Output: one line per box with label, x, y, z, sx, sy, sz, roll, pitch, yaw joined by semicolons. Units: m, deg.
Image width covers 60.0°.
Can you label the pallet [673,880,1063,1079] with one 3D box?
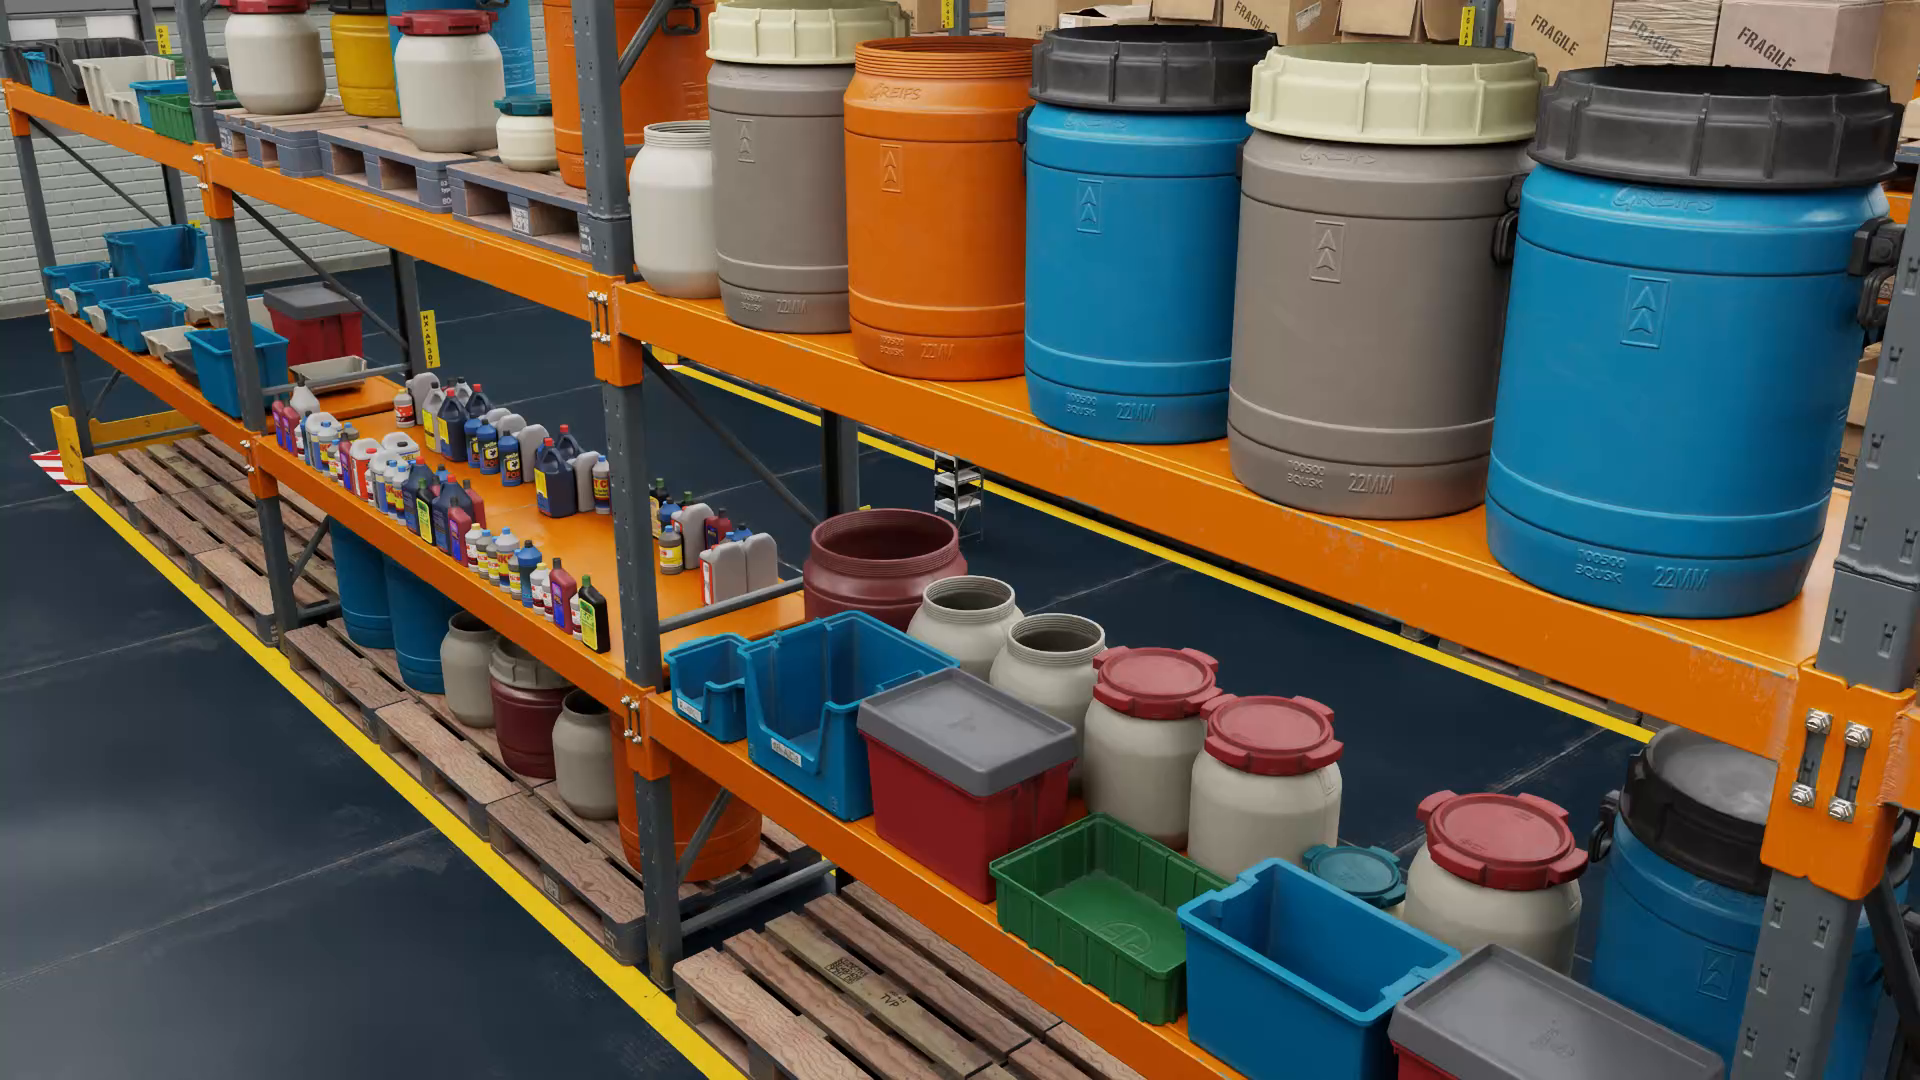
pallet;-0.328;1.757;6.210;1.003;0.211;1.213;-17;27;-37

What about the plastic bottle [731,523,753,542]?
plastic bottle;-0.897;0.060;6.895;0.097;0.271;0.097;0;21;0

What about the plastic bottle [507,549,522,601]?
plastic bottle;-1.794;0.137;6.795;0.097;0.201;0.097;0;21;0

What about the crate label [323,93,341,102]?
crate label;-3.516;-2.348;9.114;0.293;0.136;0.466;-17;27;-37

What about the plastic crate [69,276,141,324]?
plastic crate;-5.685;-1.597;11.095;0.416;0.233;0.300;-17;27;-37

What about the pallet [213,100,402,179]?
pallet;-2.830;-1.986;8.086;1.213;0.211;1.003;-17;27;-37

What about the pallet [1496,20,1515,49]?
pallet;4.483;-4.315;14.033;1.213;0.211;1.003;-17;27;-37

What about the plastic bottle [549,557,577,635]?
plastic bottle;-1.542;0.215;6.481;0.061;0.283;0.133;-17;27;-37

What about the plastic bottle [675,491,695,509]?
plastic bottle;-1.197;-0.083;7.243;0.061;0.283;0.133;-17;27;-37

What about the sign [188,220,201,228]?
sign;-5.620;-2.187;12.230;0.100;0.325;0.005;-17;27;-37

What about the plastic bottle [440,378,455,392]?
plastic bottle;-2.728;-0.731;8.897;0.061;0.283;0.133;-17;27;-37

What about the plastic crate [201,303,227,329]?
plastic crate;-4.771;-1.466;10.894;0.298;0.136;0.250;-17;27;-37

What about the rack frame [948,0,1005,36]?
rack frame;0.337;-4.843;11.009;1.000;3.000;0.127;-17;27;-37

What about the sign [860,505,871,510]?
sign;-0.392;0.026;6.581;0.100;0.325;0.005;-17;27;-37

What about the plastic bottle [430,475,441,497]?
plastic bottle;-2.299;-0.139;7.386;0.061;0.283;0.133;-17;27;-37

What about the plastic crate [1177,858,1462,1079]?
plastic crate;0.851;1.117;4.041;0.392;0.384;0.575;-17;27;-37

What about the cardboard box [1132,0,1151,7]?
cardboard box;1.989;-5.303;16.502;0.500;0.250;0.500;-16;27;-36

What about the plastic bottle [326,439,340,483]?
plastic bottle;-3.044;-0.393;8.146;0.097;0.201;0.097;0;21;0

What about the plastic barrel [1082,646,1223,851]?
plastic barrel;0.587;0.638;5.056;0.433;0.535;0.433;0;21;0

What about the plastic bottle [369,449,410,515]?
plastic bottle;-2.646;-0.274;7.740;0.152;0.276;0.135;-17;27;-37

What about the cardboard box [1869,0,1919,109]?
cardboard box;4.103;-2.268;7.727;0.500;0.500;0.500;-17;27;-37

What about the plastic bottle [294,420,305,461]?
plastic bottle;-3.323;-0.510;8.446;0.097;0.201;0.097;0;21;0

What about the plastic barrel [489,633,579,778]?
plastic barrel;-1.874;0.719;7.766;0.600;0.588;0.708;-17;27;-37

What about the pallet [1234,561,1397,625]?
pallet;2.490;0.119;10.392;1.003;0.211;1.213;-17;27;-37

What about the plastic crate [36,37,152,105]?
plastic crate;-5.237;-2.856;10.134;0.504;0.338;0.767;-17;27;-37

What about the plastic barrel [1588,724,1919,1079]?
plastic barrel;1.784;0.928;3.815;0.600;0.901;0.708;-17;27;-37

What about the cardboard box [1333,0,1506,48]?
cardboard box;2.495;-2.736;9.025;0.797;0.503;0.637;-16;26;-34

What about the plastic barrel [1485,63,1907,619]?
plastic barrel;1.310;-0.379;3.038;0.600;0.901;0.708;-17;27;-37

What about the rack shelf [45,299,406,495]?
rack shelf;-4.721;-1.088;10.635;1.077;0.370;4.000;-17;27;-37

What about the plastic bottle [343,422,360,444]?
plastic bottle;-3.081;-0.493;8.402;0.097;0.201;0.097;0;21;0

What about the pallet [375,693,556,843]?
pallet;-2.143;0.989;8.171;1.003;0.211;1.213;-17;27;-37

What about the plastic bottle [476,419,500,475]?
plastic bottle;-2.340;-0.466;8.237;0.097;0.271;0.097;0;21;0

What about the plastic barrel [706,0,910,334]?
plastic barrel;-0.433;-1.117;4.921;0.600;0.901;0.600;0;21;0

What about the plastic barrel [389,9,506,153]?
plastic barrel;-2.076;-1.874;6.782;0.433;0.535;0.433;0;21;0

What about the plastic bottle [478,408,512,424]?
plastic bottle;-2.345;-0.540;8.420;0.152;0.276;0.135;-17;27;-37

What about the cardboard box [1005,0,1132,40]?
cardboard box;0.723;-3.530;11.058;0.700;0.500;0.500;-17;27;-36

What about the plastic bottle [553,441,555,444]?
plastic bottle;-1.921;-0.389;8.025;0.061;0.283;0.133;-17;27;-37

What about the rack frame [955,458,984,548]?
rack frame;0.061;-0.393;10.754;0.240;0.900;0.006;-17;27;-37

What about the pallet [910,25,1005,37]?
pallet;-0.189;-3.633;12.156;1.003;0.211;1.213;-17;27;-37

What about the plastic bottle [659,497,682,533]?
plastic bottle;-1.245;-0.053;7.184;0.097;0.271;0.097;0;21;0

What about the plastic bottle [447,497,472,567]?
plastic bottle;-2.138;-0.037;7.125;0.061;0.283;0.133;-17;27;-37

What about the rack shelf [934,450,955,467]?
rack shelf;-0.005;-0.558;10.772;0.258;0.077;0.200;-17;27;-37

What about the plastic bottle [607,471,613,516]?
plastic bottle;-1.562;-0.237;7.637;0.061;0.283;0.133;-17;27;-37

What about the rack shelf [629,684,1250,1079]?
rack shelf;0.501;1.123;4.991;1.077;0.370;4.000;-17;27;-37

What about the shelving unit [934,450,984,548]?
shelving unit;-0.005;-0.421;10.826;0.258;0.900;0.210;-17;27;-37

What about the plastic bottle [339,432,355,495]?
plastic bottle;-2.919;-0.368;7.969;0.061;0.283;0.133;-17;27;-37

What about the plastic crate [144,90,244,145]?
plastic crate;-3.921;-2.213;8.699;0.450;0.188;0.662;-17;27;-37

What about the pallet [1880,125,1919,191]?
pallet;4.557;-1.630;7.177;1.213;0.211;1.003;-17;27;-37

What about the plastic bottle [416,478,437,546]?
plastic bottle;-2.345;-0.125;7.349;0.061;0.283;0.133;-17;27;-37

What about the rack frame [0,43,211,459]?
rack frame;-6.026;-1.975;11.914;1.000;3.000;0.127;-17;27;-37

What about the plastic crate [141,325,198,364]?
plastic crate;-4.780;-1.185;10.175;0.293;0.136;0.466;-17;27;-37

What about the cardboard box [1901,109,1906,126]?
cardboard box;4.104;-1.925;7.878;0.500;0.250;0.500;-17;27;-36

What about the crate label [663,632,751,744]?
crate label;-0.813;0.519;5.777;0.303;0.233;0.416;-17;27;-37

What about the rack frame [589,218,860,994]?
rack frame;-0.804;0.235;6.271;1.000;3.000;0.127;-17;27;-37

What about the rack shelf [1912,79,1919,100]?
rack shelf;8.077;-2.606;10.398;1.077;0.370;4.000;-17;27;-37
